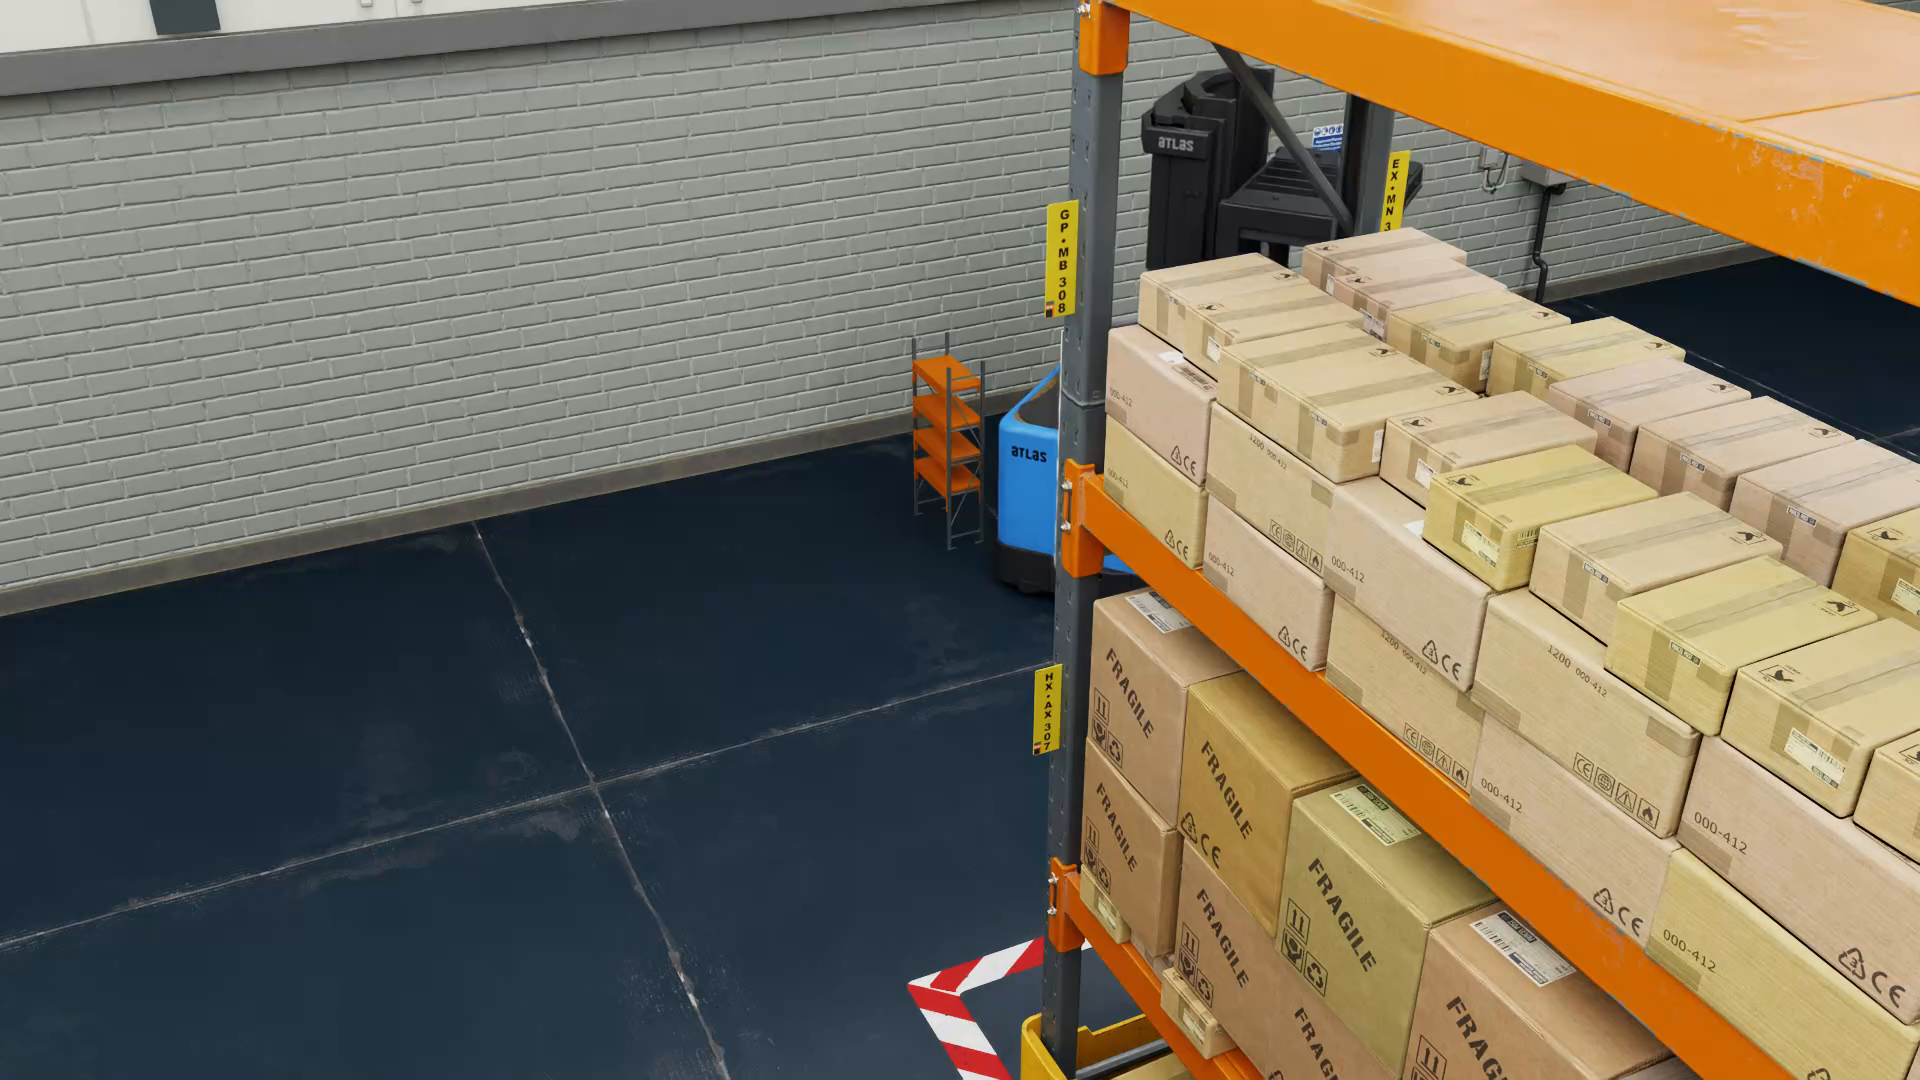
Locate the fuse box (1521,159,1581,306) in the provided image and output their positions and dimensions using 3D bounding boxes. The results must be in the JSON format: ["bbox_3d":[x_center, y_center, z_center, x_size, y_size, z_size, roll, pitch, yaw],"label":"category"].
[{"bbox_3d":[4.717,-2.579,13.072,0.539,1.711,0.414,-13,32,-22],"label":"fuse box"}]

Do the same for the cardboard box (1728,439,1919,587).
[{"bbox_3d":[1.821,-0.059,3.430,0.380,0.149,0.250,-14,32,-23],"label":"cardboard box"}]

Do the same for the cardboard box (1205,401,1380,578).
[{"bbox_3d":[0.951,-0.176,4.046,0.500,0.250,0.500,-13,32,-23],"label":"cardboard box"}]

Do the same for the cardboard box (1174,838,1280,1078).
[{"bbox_3d":[0.968,1.120,4.752,0.500,0.500,0.500,-13,32,-22],"label":"cardboard box"}]

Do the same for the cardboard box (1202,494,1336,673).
[{"bbox_3d":[0.956,0.049,4.156,0.500,0.250,0.500,-12,31,-20],"label":"cardboard box"}]

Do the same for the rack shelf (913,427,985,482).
[{"bbox_3d":[-0.071,-0.538,10.093,0.258,0.148,0.480,-13,32,-22],"label":"rack shelf"}]

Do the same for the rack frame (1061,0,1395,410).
[{"bbox_3d":[0.772,-1.811,4.251,1.000,3.000,0.127,-13,32,-22],"label":"rack frame"}]

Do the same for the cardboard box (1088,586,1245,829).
[{"bbox_3d":[0.725,0.451,4.924,0.500,0.500,0.500,-13,32,-22],"label":"cardboard box"}]

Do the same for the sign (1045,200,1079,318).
[{"bbox_3d":[0.282,-0.770,4.568,0.100,0.325,0.005,-13,32,-22],"label":"sign"}]

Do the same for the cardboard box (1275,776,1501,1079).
[{"bbox_3d":[1.150,0.907,4.111,0.500,0.500,0.500,-14,32,-23],"label":"cardboard box"}]

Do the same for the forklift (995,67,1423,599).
[{"bbox_3d":[1.761,-0.911,8.851,3.031,2.935,1.130,13,32,22],"label":"forklift"}]

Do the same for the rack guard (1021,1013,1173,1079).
[{"bbox_3d":[0.805,1.930,6.270,1.175,0.500,0.348,-13,32,-22],"label":"rack guard"}]

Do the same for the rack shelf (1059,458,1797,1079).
[{"bbox_3d":[1.631,0.695,3.586,1.077,0.370,4.000,-13,32,-22],"label":"rack shelf"}]

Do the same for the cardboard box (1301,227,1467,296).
[{"bbox_3d":[1.180,-0.744,4.650,0.380,0.149,0.250,-13,32,-22],"label":"cardboard box"}]

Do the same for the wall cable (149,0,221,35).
[{"bbox_3d":[-3.066,-5.439,7.432,2.277,5.999,0.120,-13,32,-22],"label":"wall cable"}]

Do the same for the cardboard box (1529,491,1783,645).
[{"bbox_3d":[1.345,0.054,3.227,0.380,0.149,0.250,-12,31,-20],"label":"cardboard box"}]

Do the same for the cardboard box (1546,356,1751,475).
[{"bbox_3d":[1.574,-0.283,3.828,0.380,0.149,0.250,-14,32,-23],"label":"cardboard box"}]

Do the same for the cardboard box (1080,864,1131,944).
[{"bbox_3d":[0.615,1.127,5.402,0.380,0.149,0.250,-13,32,-22],"label":"cardboard box"}]

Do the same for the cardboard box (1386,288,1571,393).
[{"bbox_3d":[1.308,-0.501,4.217,0.380,0.149,0.250,-14,32,-23],"label":"cardboard box"}]

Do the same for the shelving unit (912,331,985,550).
[{"bbox_3d":[-0.071,-0.596,10.060,0.258,1.200,0.503,-13,32,-22],"label":"shelving unit"}]

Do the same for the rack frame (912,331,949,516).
[{"bbox_3d":[-0.176,-0.704,10.252,0.240,1.200,0.015,-13,32,-22],"label":"rack frame"}]

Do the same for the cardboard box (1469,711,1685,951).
[{"bbox_3d":[1.401,0.504,3.344,0.500,0.250,0.500,-13,32,-22],"label":"cardboard box"}]

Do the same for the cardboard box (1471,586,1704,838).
[{"bbox_3d":[1.375,0.273,3.245,0.500,0.250,0.500,-14,32,-24],"label":"cardboard box"}]

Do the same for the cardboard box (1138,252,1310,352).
[{"bbox_3d":[0.705,-0.638,4.461,0.380,0.149,0.250,-13,32,-22],"label":"cardboard box"}]

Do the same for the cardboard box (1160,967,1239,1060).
[{"bbox_3d":[0.829,1.361,4.985,0.380,0.149,0.250,-14,32,-23],"label":"cardboard box"}]

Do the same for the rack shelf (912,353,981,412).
[{"bbox_3d":[-0.071,-0.939,9.868,0.258,0.148,0.480,-13,32,-22],"label":"rack shelf"}]

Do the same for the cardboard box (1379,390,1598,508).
[{"bbox_3d":[1.159,-0.187,3.658,0.380,0.149,0.250,-12,31,-21],"label":"cardboard box"}]

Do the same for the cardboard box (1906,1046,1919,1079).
[{"bbox_3d":[1.831,0.947,2.554,0.500,0.250,0.500,-13,32,-22],"label":"cardboard box"}]

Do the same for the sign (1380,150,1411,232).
[{"bbox_3d":[1.282,-0.996,4.961,0.100,0.325,0.005,-13,32,-22],"label":"sign"}]

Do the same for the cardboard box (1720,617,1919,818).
[{"bbox_3d":[1.529,0.291,2.804,0.380,0.149,0.250,-13,32,-22],"label":"cardboard box"}]

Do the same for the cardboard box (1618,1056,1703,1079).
[{"bbox_3d":[1.609,1.356,3.309,0.500,0.500,0.500,-12,32,-21],"label":"cardboard box"}]

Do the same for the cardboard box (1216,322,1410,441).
[{"bbox_3d":[0.849,-0.386,4.013,0.380,0.149,0.250,-13,32,-22],"label":"cardboard box"}]

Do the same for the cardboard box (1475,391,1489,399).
[{"bbox_3d":[1.420,-0.279,4.230,0.500,0.250,0.500,-14,32,-23],"label":"cardboard box"}]
